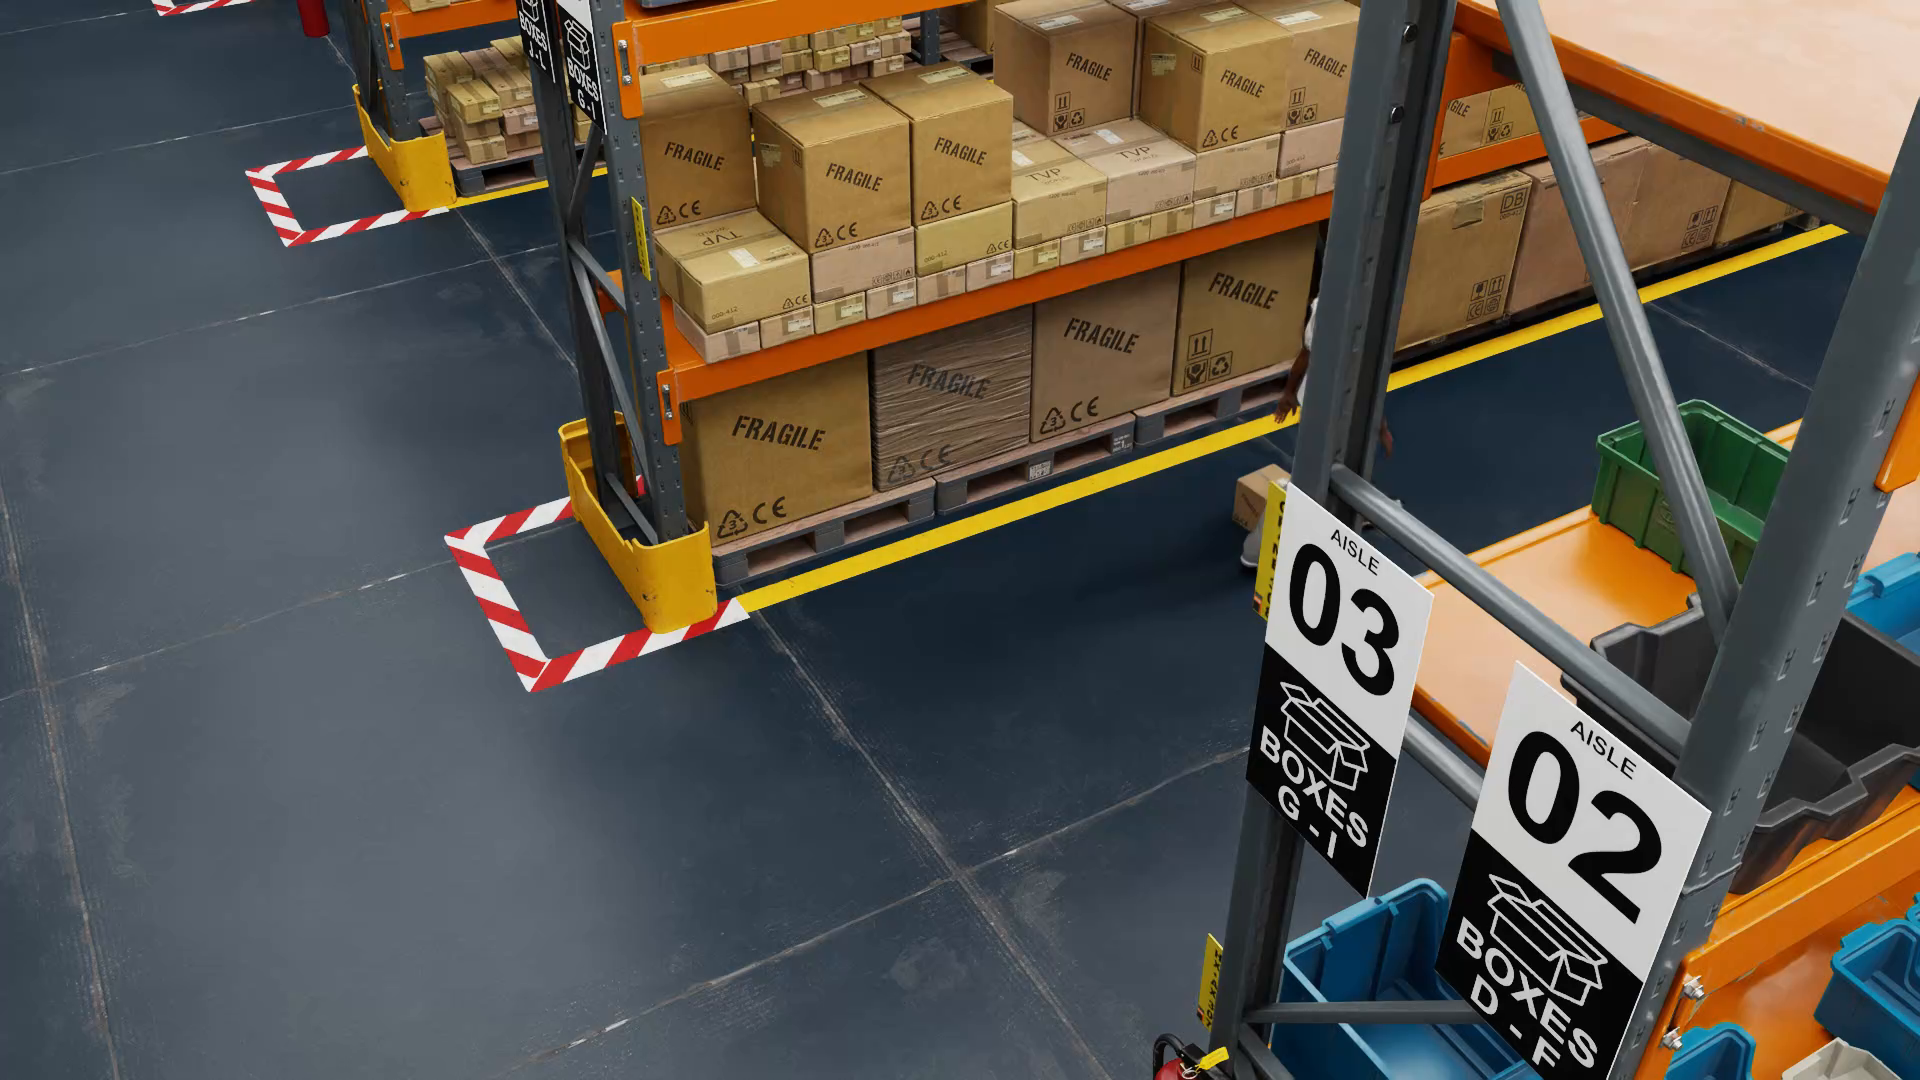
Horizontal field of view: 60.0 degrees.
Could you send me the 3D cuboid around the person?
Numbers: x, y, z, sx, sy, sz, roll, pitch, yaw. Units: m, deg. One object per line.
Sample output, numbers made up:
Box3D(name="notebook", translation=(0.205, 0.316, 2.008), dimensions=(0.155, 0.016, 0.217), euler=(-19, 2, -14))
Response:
Box3D(name="person", translation=(1.815, -0.612, 7.718), dimensions=(0.970, 1.609, 0.499), euler=(-9, 38, -12))
